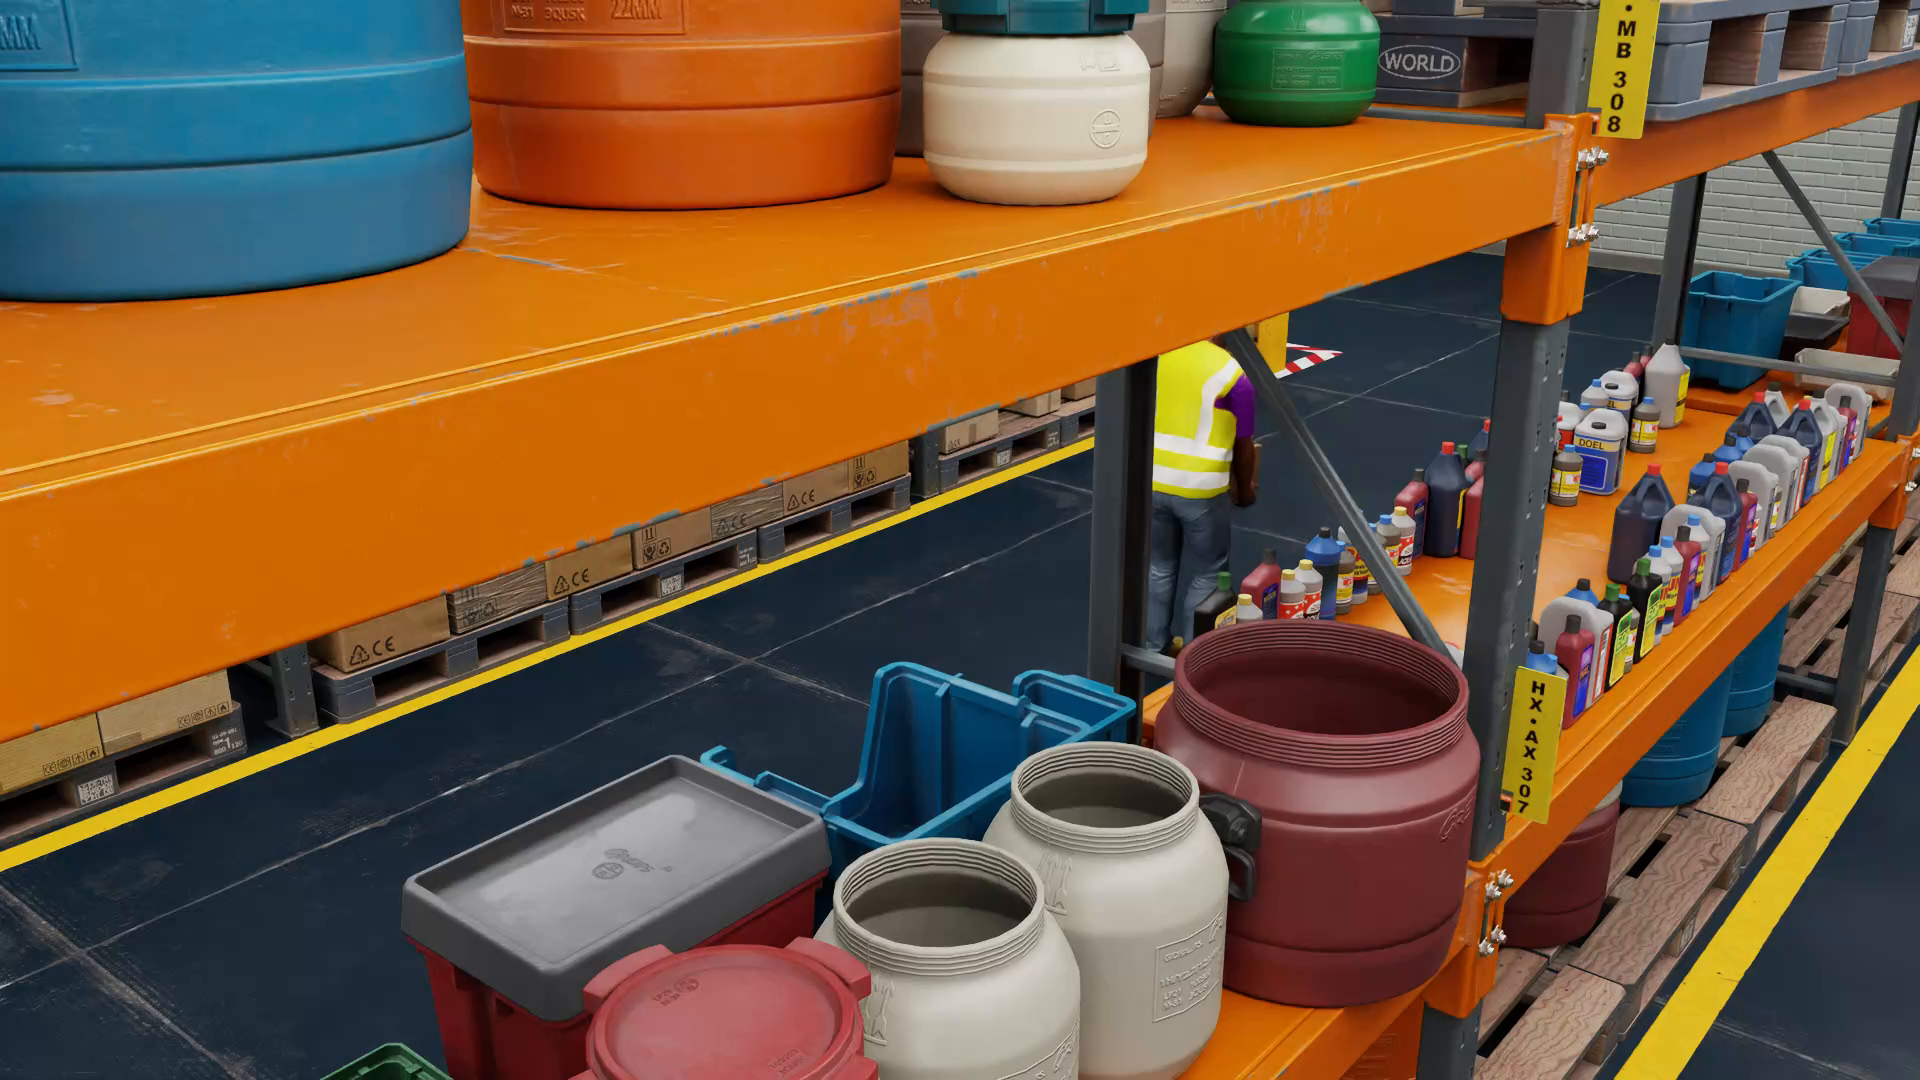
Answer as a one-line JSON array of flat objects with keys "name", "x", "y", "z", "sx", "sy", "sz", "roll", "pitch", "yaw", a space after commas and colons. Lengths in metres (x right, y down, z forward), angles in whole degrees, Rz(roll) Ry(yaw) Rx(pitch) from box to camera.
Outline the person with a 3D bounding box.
[{"name": "person", "x": 1.031, "y": -0.252, "z": 7.297, "sx": 0.493, "sy": 1.718, "sz": 0.612, "roll": 15, "pitch": 25, "yaw": 36}]
